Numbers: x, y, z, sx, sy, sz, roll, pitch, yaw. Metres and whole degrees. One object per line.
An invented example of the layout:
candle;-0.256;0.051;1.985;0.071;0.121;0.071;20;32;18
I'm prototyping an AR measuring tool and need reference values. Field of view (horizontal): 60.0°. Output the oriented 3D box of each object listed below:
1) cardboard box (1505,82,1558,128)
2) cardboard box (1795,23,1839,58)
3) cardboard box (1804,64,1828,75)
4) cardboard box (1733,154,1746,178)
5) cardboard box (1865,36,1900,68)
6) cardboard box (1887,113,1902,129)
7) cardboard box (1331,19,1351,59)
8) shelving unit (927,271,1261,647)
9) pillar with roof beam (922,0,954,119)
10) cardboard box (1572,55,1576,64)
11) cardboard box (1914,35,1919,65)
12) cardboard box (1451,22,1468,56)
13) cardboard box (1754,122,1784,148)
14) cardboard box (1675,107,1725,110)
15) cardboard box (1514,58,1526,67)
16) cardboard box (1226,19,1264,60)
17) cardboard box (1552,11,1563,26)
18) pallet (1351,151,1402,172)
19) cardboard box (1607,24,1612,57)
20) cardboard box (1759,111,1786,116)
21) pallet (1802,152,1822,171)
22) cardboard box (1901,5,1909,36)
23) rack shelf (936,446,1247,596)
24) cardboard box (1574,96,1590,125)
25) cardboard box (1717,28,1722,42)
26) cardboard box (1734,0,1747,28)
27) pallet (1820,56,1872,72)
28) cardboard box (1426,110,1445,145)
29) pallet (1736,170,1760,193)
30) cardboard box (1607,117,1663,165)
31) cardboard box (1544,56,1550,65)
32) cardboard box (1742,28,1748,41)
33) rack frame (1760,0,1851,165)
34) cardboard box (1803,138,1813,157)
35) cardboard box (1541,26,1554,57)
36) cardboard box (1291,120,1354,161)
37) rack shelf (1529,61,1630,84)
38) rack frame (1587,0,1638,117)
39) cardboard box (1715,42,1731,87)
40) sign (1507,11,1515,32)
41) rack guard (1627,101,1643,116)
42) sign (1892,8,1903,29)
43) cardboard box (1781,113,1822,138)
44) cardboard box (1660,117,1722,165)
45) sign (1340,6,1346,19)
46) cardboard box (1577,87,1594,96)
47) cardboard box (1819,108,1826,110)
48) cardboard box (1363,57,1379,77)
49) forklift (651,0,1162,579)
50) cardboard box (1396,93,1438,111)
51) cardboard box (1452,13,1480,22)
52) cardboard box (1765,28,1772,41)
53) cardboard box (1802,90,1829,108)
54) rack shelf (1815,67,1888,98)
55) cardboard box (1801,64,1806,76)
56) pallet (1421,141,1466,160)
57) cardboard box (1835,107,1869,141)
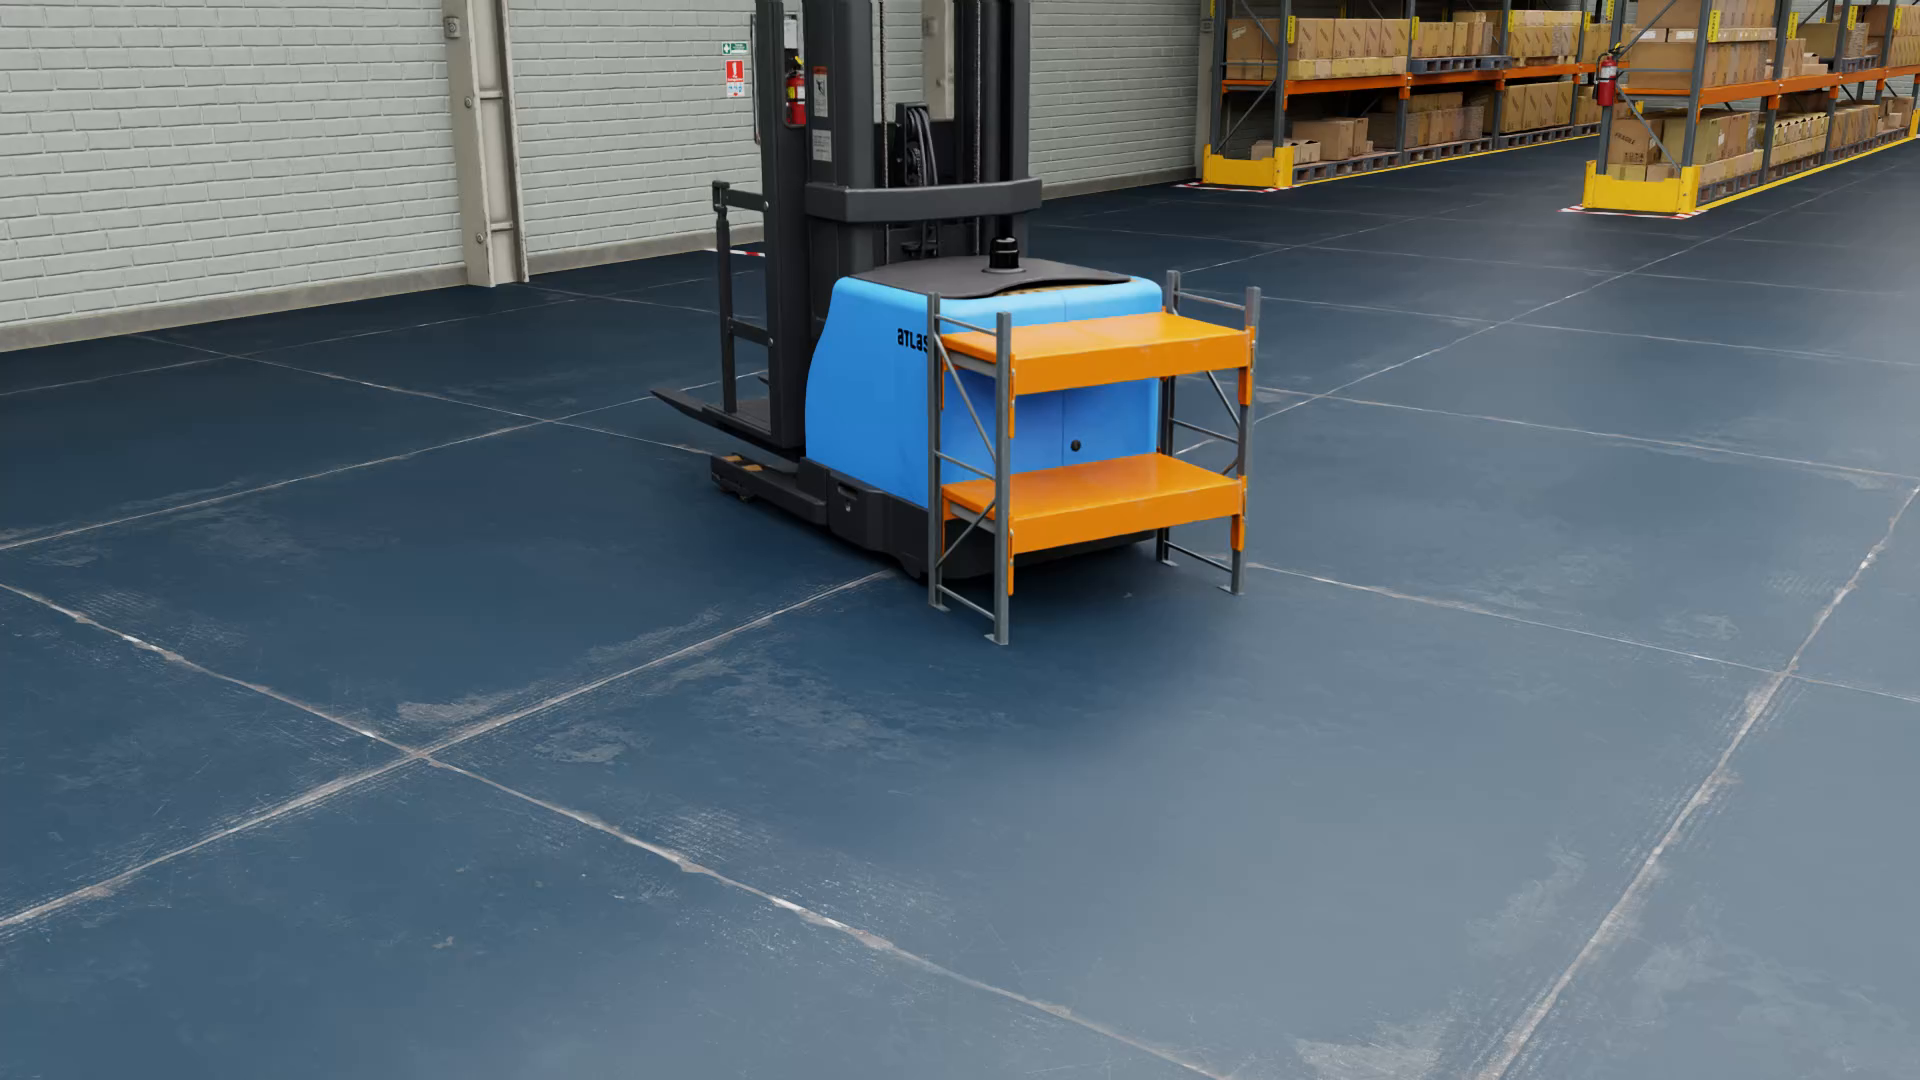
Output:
cardboard box;10.030;-7.695;29.383;0.750;0.750;0.750;13;22;36
cardboard box;12.722;-7.502;24.968;0.700;0.500;0.500;5;18;16
cardboard box;12.124;-6.701;23.689;0.380;0.149;0.250;12;21;35
cardboard box;9.362;-4.631;20.526;0.500;0.250;0.500;12;21;35
cardboard box;15.343;-8.158;27.787;0.500;0.500;0.500;13;22;36
cardboard box;16.488;-7.493;29.708;0.500;0.250;0.500;12;21;35
cardboard box;4.832;-6.648;22.048;0.500;0.500;0.500;12;21;33
shelving unit;0.464;-0.320;5.879;1.048;1.125;0.538;-10;20;-29
pillar with roof beam;3.295;-7.048;14.266;9.100;9.000;0.400;12;21;35
cardboard box;10.866;-8.670;29.996;0.380;0.149;0.250;13;21;35
cardboard box;16.850;-8.758;29.721;0.500;0.500;0.500;13;21;35
cardboard box;7.461;-7.802;25.900;0.700;0.500;0.500;12;21;35
cardboard box;10.501;-5.341;21.868;0.500;0.311;0.500;13;21;35
cardboard box;9.527;-5.322;21.487;0.500;0.500;0.500;12;21;35
cardboard box;9.223;-7.993;27.813;0.380;0.149;0.250;13;22;36
cardboard box;3.801;-6.499;21.569;0.500;0.500;0.500;12;21;34
cardboard box;10.151;-9.071;28.927;0.500;0.250;0.500;13;21;36
pallet;5.702;-5.508;24.125;1.003;0.211;1.213;12;21;35
cardboard box;12.042;-9.529;31.865;0.980;0.700;0.700;11;20;32
cardboard box;11.890;-6.167;24.526;0.500;0.311;0.500;13;22;37
pallet;11.916;-5.563;24.303;1.003;0.211;1.213;12;21;35
cardboard box;15.635;-8.748;28.000;0.500;0.500;0.500;12;21;33
rack shelf;0.464;-0.087;5.951;1.000;0.278;0.538;-10;20;-29
cardboard box;11.368;-8.078;31.206;0.700;0.500;0.500;13;21;35
cardboard box;8.383;-5.714;18.824;0.380;0.149;0.250;13;21;35
cardboard box;8.898;-6.333;19.724;0.700;0.500;0.500;12;21;35
pallet;13.593;-7.457;26.021;1.003;0.211;1.213;12;21;35
cardboard box;7.103;-6.447;25.919;0.700;0.500;0.500;13;21;35
pallet;9.547;-4.618;21.258;1.003;0.211;1.213;12;21;35
cardboard box;7.751;-4.605;19.177;0.500;0.500;0.500;12;21;35
cardboard box;10.074;-8.376;29.047;0.380;0.149;0.250;12;21;33
cardboard box;9.151;-6.020;19.810;0.380;0.149;0.250;13;22;36
rack frame;12.438;-7.084;24.498;1.000;3.000;0.127;12;21;35
cardboard box;11.714;-5.561;23.520;0.500;0.250;0.500;13;21;36
cardboard box;9.872;-8.595;28.659;0.500;0.500;0.500;13;22;36
cardboard box;4.992;-5.520;22.935;0.700;0.500;0.500;11;20;31
rack shelf;12.032;-9.044;32.023;1.077;0.370;4.000;12;21;35
rack frame;13.224;-9.864;33.450;1.000;3.000;0.127;12;21;35
cardboard box;8.569;-5.579;19.482;0.700;0.500;0.500;13;21;35
sign;8.899;-8.380;26.853;0.100;0.325;0.005;12;21;35
rack guard;13.238;-8.676;33.839;1.175;0.500;0.348;12;21;35
sign;15.269;-8.493;27.081;0.100;0.325;0.005;12;21;35
cardboard box;12.019;-5.946;23.816;0.500;0.311;0.500;12;21;34
cardboard box;8.466;-4.632;19.266;0.500;0.500;0.500;12;21;35
sign;5.626;-7.656;24.388;0.100;0.325;0.005;12;21;35
cardboard box;11.719;-8.437;31.268;0.380;0.149;0.250;13;22;37
cardboard box;13.423;-6.614;26.457;0.500;0.500;0.500;11;21;33
cardboard box;5.444;-6.538;22.958;0.500;0.250;0.500;12;21;34
forklift;-0.455;-1.635;7.068;1.130;2.935;3.031;-11;20;-32
cardboard box;7.066;-6.789;25.755;0.500;0.250;0.500;12;21;33
cardboard box;8.096;-8.360;26.601;0.380;0.149;0.250;9;19;26
cardboard box;9.915;-6.328;20.800;0.380;0.149;0.250;12;21;34
cardboard box;13.741;-7.101;26.761;0.500;0.250;0.500;12;21;35
rack shelf;13.629;-7.217;26.139;1.077;0.370;4.000;12;21;35
cardboard box;11.723;-6.651;23.525;0.380;0.149;0.250;14;22;39
pallet;7.263;-6.152;26.198;1.003;0.211;1.213;12;21;35
cardboard box;14.157;-6.649;26.571;0.500;0.500;0.500;13;21;35
